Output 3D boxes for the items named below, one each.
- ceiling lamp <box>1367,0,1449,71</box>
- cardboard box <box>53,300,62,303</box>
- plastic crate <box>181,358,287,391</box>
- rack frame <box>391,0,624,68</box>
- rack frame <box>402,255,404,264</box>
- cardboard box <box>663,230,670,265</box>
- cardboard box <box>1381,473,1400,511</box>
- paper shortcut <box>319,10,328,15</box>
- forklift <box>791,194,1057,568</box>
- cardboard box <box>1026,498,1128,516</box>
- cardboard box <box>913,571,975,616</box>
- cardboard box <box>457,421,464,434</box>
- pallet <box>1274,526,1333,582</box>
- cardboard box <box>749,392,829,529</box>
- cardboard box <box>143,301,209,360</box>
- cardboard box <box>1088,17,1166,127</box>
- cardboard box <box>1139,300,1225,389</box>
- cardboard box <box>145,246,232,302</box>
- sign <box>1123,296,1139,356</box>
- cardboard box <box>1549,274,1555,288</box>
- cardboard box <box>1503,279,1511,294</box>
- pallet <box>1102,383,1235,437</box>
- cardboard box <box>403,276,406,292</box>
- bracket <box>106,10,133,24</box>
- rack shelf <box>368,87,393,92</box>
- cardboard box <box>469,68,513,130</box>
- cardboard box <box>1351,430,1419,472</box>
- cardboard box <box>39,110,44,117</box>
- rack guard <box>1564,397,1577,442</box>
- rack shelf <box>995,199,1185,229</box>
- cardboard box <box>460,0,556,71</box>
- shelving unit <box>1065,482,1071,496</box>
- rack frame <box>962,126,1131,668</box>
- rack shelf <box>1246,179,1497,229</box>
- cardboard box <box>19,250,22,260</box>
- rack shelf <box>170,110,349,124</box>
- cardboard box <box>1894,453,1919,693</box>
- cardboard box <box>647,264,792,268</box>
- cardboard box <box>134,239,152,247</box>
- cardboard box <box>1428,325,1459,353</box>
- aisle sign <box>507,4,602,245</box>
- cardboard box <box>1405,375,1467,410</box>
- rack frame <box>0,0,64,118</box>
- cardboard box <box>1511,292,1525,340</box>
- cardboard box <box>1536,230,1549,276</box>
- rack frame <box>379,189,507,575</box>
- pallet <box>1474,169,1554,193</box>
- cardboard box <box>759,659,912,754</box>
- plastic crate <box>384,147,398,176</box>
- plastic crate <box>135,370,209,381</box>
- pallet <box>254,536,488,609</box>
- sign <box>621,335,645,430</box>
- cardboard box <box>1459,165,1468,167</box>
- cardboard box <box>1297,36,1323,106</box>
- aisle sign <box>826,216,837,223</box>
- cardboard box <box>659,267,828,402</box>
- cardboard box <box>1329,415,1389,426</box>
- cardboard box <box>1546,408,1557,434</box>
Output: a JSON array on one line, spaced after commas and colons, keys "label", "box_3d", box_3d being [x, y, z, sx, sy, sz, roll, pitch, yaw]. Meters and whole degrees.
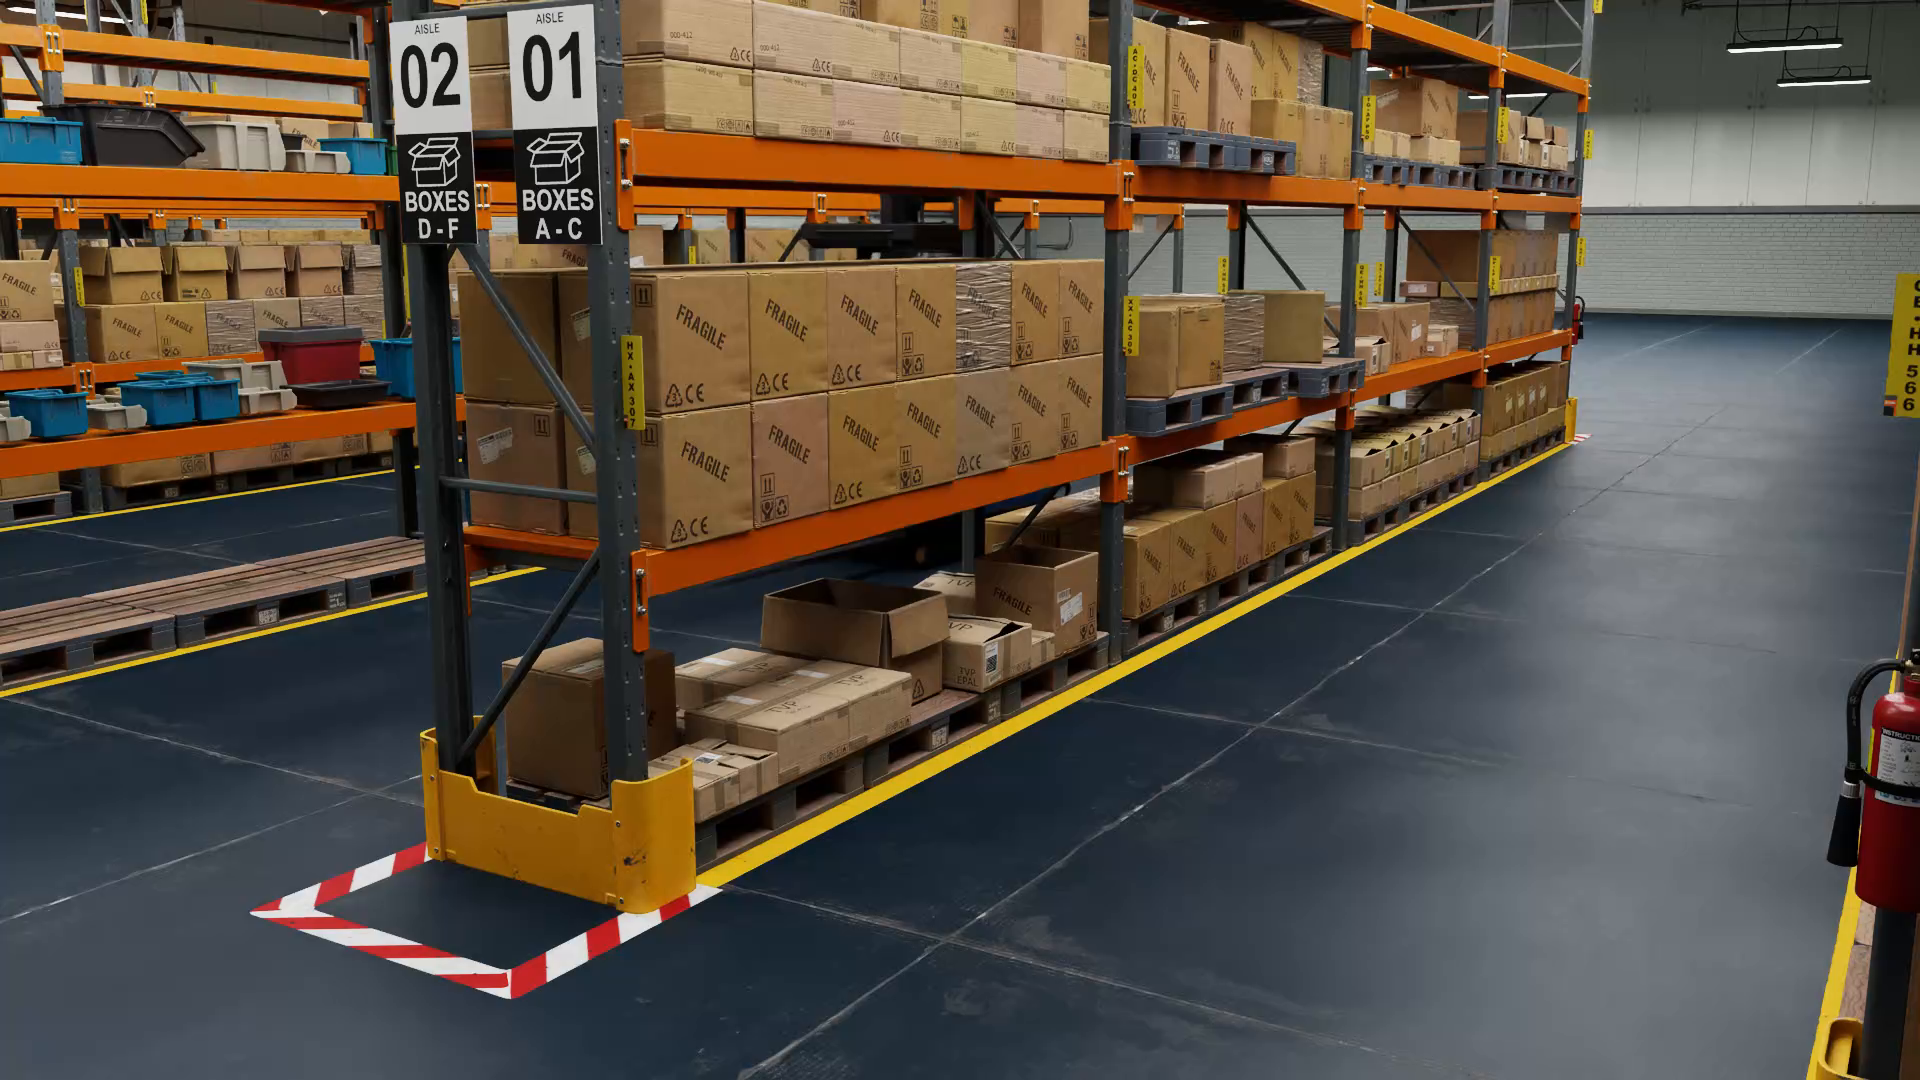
[{"label": "ceiling lamp", "box_3d": [9.640, -11.696, 35.526, 2.000, 3.185, 0.800, 6, 12, 31]}, {"label": "cardboard box", "box_3d": [-10.501, -2.670, 19.020, 0.380, 0.149, 0.250, 6, 12, 28]}, {"label": "plastic crate", "box_3d": [-4.710, -1.026, 10.856, 0.437, 0.282, 0.530, 6, 12, 31]}, {"label": "rack frame", "box_3d": [-1.605, -3.123, 5.596, 1.000, 3.000, 0.127, 6, 12, 31]}, {"label": "rack frame", "box_3d": [-8.027, -3.498, 23.904, 1.000, 3.000, 0.127, 6, 12, 31]}, {"label": "cardboard box", "box_3d": [-3.842, -3.792, 21.677, 0.500, 0.500, 0.500, 6, 12, 31]}, {"label": "cardboard box", "box_3d": [3.331, -0.421, 13.796, 0.500, 0.250, 0.500, 6, 12, 29]}, {"label": "paper shortcut", "box_3d": [-6.153, -5.139, 15.985, 0.009, 0.170, 0.078, -6, 37, 32]}, {"label": "forklift", "box_3d": [-0.484, -1.335, 12.533, 1.130, 2.935, 3.031, 8, 13, 36]}, {"label": "cardboard box", "box_3d": [0.746, 0.027, 10.670, 0.500, 0.500, 0.500, 6, 12, 31]}, {"label": "cardboard box", "box_3d": [0.068, 0.347, 9.473, 0.500, 0.311, 0.500, 6, 12, 31]}, {"label": "cardboard box", "box_3d": [-5.586, -1.474, 18.690, 0.700, 0.500, 0.500, 6, 12, 28]}, {"label": "pallet", "box_3d": [2.128, 0.052, 12.518, 1.003, 0.211, 1.213, 6, 12, 31]}, {"label": "cardboard box", "box_3d": [-0.886, -0.350, 6.813, 0.500, 0.500, 0.500, 6, 12, 30]}, {"label": "cardboard box", "box_3d": [-7.281, -1.927, 15.239, 0.500, 0.500, 0.500, 6, 12, 31]}, {"label": "cardboard box", "box_3d": [0.796, -2.655, 9.561, 0.600, 0.600, 0.600, 5, 12, 25]}, {"label": "cardboard box", "box_3d": [1.211, -1.226, 10.355, 0.700, 0.500, 0.500, 9, 14, 40]}, {"label": "cardboard box", "box_3d": [-7.303, -2.501, 15.577, 0.797, 0.503, 0.637, 7, 12, 31]}, {"label": "sign", "box_3d": [0.939, -1.178, 9.158, 0.100, 0.325, 0.005, 6, 12, 31]}, {"label": "cardboard box", "box_3d": [6.531, -2.939, 18.882, 0.380, 0.149, 0.250, 7, 13, 32]}, {"label": "cardboard box", "box_3d": [5.459, -2.614, 17.146, 0.380, 0.149, 0.250, 6, 12, 29]}, {"label": "pallet", "box_3d": [0.979, -0.824, 10.142, 1.003, 0.211, 1.213, 6, 12, 31]}, {"label": "cardboard box", "box_3d": [-8.069, -3.440, 23.320, 0.500, 0.500, 0.500, 6, 12, 30]}, {"label": "bracket", "box_3d": [-15.521, -9.654, 30.697, 0.235, 0.232, 0.430, 6, 12, 31]}, {"label": "rack shelf", "box_3d": [-4.878, -5.093, 19.158, 1.077, 0.370, 4.000, 6, 12, 31]}, {"label": "cardboard box", "box_3d": [-1.564, -1.681, 6.452, 0.500, 0.250, 0.500, 6, 12, 31]}, {"label": "cardboard box", "box_3d": [3.603, -0.781, 14.195, 0.500, 0.311, 0.500, 6, 12, 29]}, {"label": "cardboard box", "box_3d": [-7.701, -3.573, 14.735, 0.700, 0.500, 0.500, 7, 13, 32]}, {"label": "rack guard", "box_3d": [6.714, -1.466, 19.840, 1.175, 0.500, 0.348, 6, 12, 31]}, {"label": "rack shelf", "box_3d": [1.432, -3.971, 20.230, 1.077, 0.370, 4.000, 6, 12, 31]}, {"label": "cardboard box", "box_3d": [-1.557, -1.926, 6.402, 0.500, 0.250, 0.500, 6, 12, 31]}, {"label": "shelving unit", "box_3d": [0.633, -1.182, 13.974, 0.431, 2.100, 0.503, 8, 13, 36]}, {"label": "rack frame", "box_3d": [0.471, -0.803, 9.509, 1.000, 3.000, 0.127, 6, 12, 31]}, {"label": "rack shelf", "box_3d": [3.586, -2.868, 14.339, 1.077, 0.370, 4.000, 6, 12, 31]}, {"label": "cardboard box", "box_3d": [-13.690, -3.859, 23.611, 0.500, 0.500, 0.500, 7, 13, 34]}, {"label": "rack shelf", "box_3d": [-11.271, -6.863, 27.539, 1.077, 0.370, 4.000, 6, 12, 31]}, {"label": "cardboard box", "box_3d": [2.886, 0.070, 4.029, 0.980, 0.700, 0.700, 7, 13, 33]}, {"label": "cardboard box", "box_3d": [-1.083, -0.973, 7.424, 0.500, 0.500, 0.500, 7, 13, 32]}, {"label": "cardboard box", "box_3d": [-12.856, -4.636, 25.995, 0.380, 0.149, 0.250, 6, 12, 30]}, {"label": "cardboard box", "box_3d": [4.406, -1.906, 15.807, 0.500, 0.250, 0.500, 7, 13, 34]}, {"label": "aisle sign", "box_3d": [-1.390, -1.413, 5.702, 0.394, 0.787, 0.004, 6, 12, 31]}, {"label": "cardboard box", "box_3d": [4.948, -1.456, 17.290, 0.500, 0.500, 0.500, 6, 12, 31]}, {"label": "rack frame", "box_3d": [-7.993, -4.699, 14.015, 1.000, 3.000, 0.127, 6, 12, 31]}, {"label": "cardboard box", "box_3d": [5.647, -2.424, 17.893, 0.700, 0.500, 0.500, 7, 13, 32]}, {"label": "cardboard box", "box_3d": [6.152, -3.214, 18.586, 0.700, 0.500, 0.500, 6, 12, 29]}, {"label": "rack frame", "box_3d": [-3.760, -1.277, 12.039, 1.000, 3.000, 0.127, 6, 12, 31]}, {"label": "pallet", "box_3d": [5.680, -3.820, 17.712, 1.003, 0.211, 1.213, 6, 12, 31]}, {"label": "cardboard box", "box_3d": [-0.562, 0.745, 7.513, 0.500, 0.250, 0.500, 6, 12, 31]}, {"label": "plastic crate", "box_3d": [-3.722, -2.552, 11.273, 0.450, 0.188, 0.662, 6, 12, 31]}, {"label": "plastic crate", "box_3d": [-4.990, -0.943, 10.545, 0.416, 0.233, 0.300, 6, 12, 31]}, {"label": "pallet", "box_3d": [-4.109, 0.213, 11.659, 1.003, 0.211, 1.213, 6, 12, 31]}, {"label": "sign", "box_3d": [-1.142, -0.548, 5.792, 0.100, 0.325, 0.005, 6, 12, 31]}, {"label": "cardboard box", "box_3d": [5.017, -3.904, 17.077, 0.380, 0.149, 0.250, 6, 12, 31]}, {"label": "cardboard box", "box_3d": [2.316, -3.379, 12.128, 0.500, 0.500, 0.500, 6, 12, 31]}, {"label": "aisle sign", "box_3d": [-1.987, -4.954, 24.614, 0.394, 0.787, 0.004, 6, 12, 31]}, {"label": "cardboard box", "box_3d": [-0.885, -0.842, 6.728, 0.500, 0.500, 0.500, 7, 12, 31]}, {"label": "cardboard box", "box_3d": [3.665, -0.991, 15.319, 0.500, 0.311, 0.500, 6, 12, 29]}, {"label": "cardboard box", "box_3d": [6.426, -1.353, 18.776, 0.500, 0.250, 0.500, 6, 12, 31]}]
